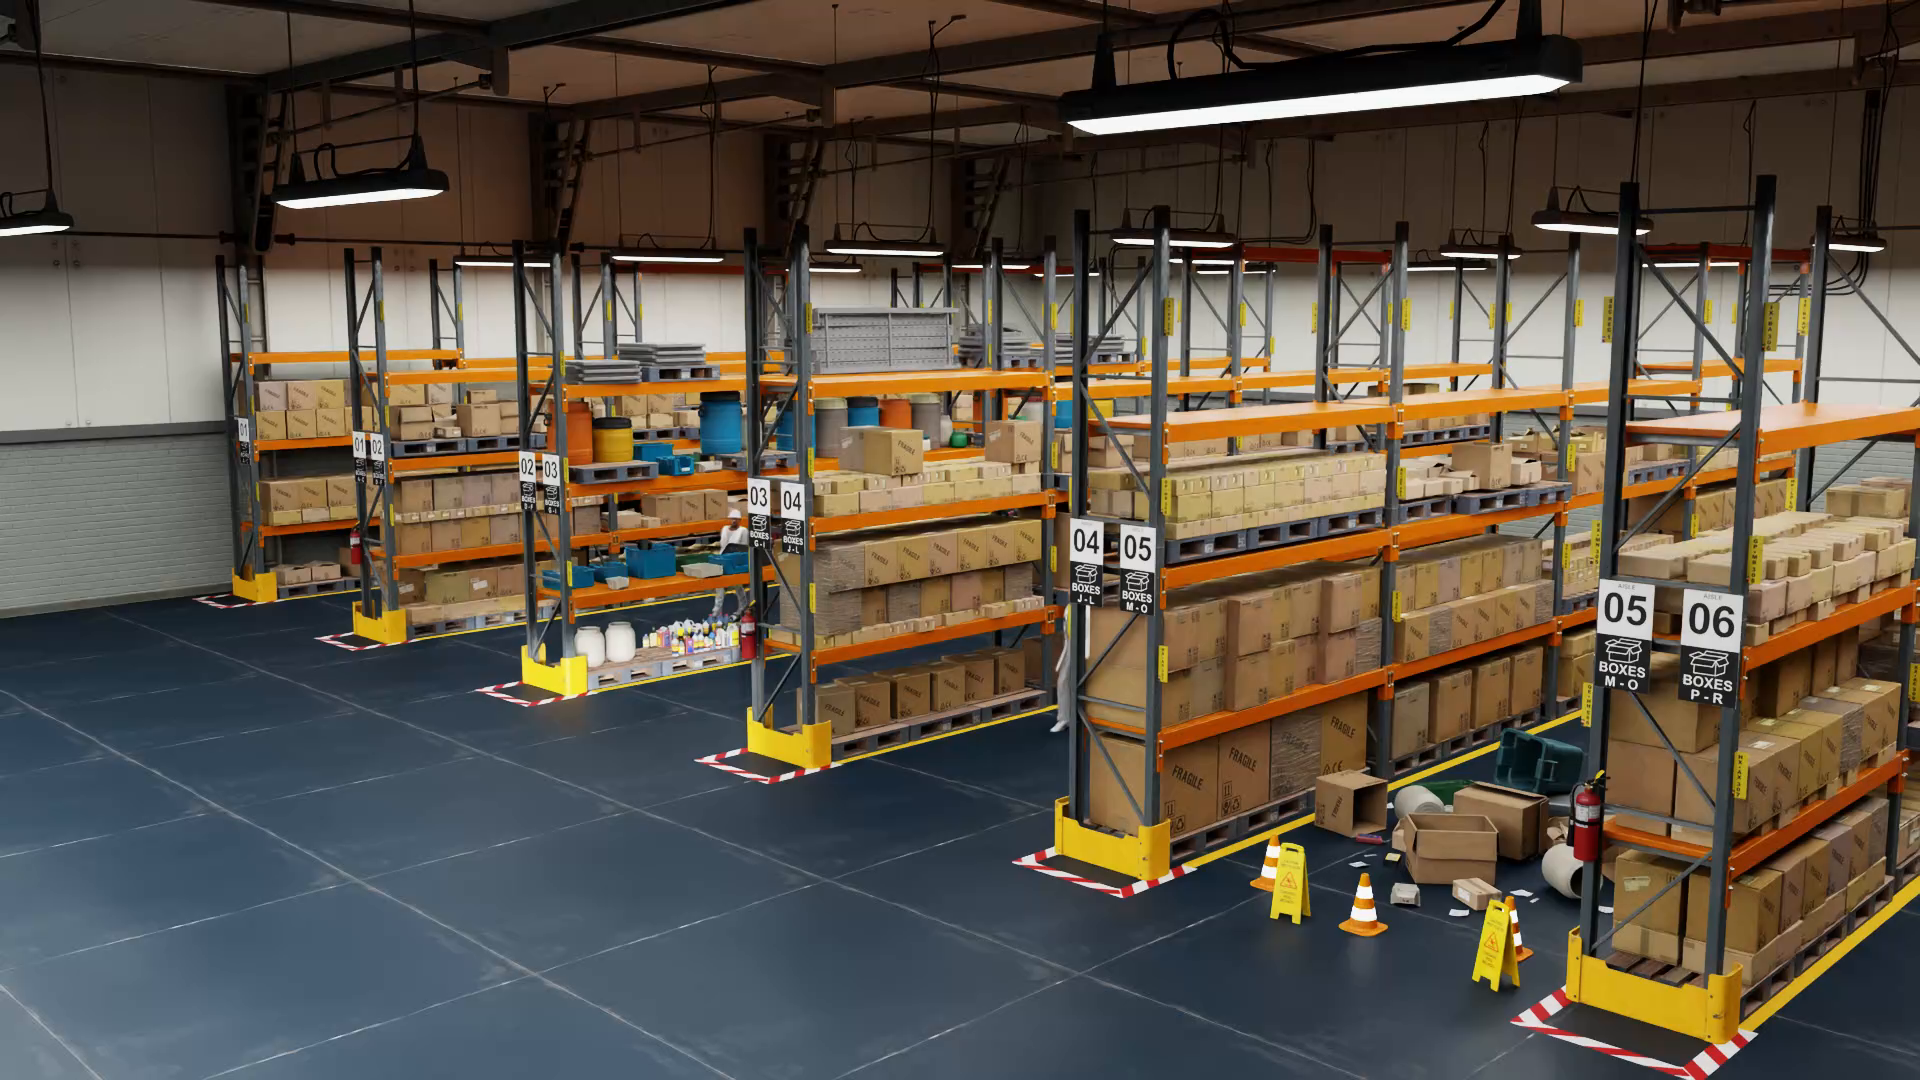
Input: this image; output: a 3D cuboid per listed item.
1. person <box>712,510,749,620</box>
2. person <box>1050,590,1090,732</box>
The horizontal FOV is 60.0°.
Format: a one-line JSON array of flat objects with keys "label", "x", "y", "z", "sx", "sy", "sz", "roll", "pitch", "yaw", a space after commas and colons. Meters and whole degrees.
[{"label": "person", "x": -3.836, "y": 0.404, "z": 27.502, "sx": 0.584, "sy": 1.786, "sz": 0.747, "roll": 3, "pitch": 9, "yaw": 22}, {"label": "person", "x": 1.417, "y": 1.451, "z": 20.225, "sx": 0.638, "sy": 1.830, "sz": 0.626, "roll": -6, "pitch": 10, "yaw": -35}]
